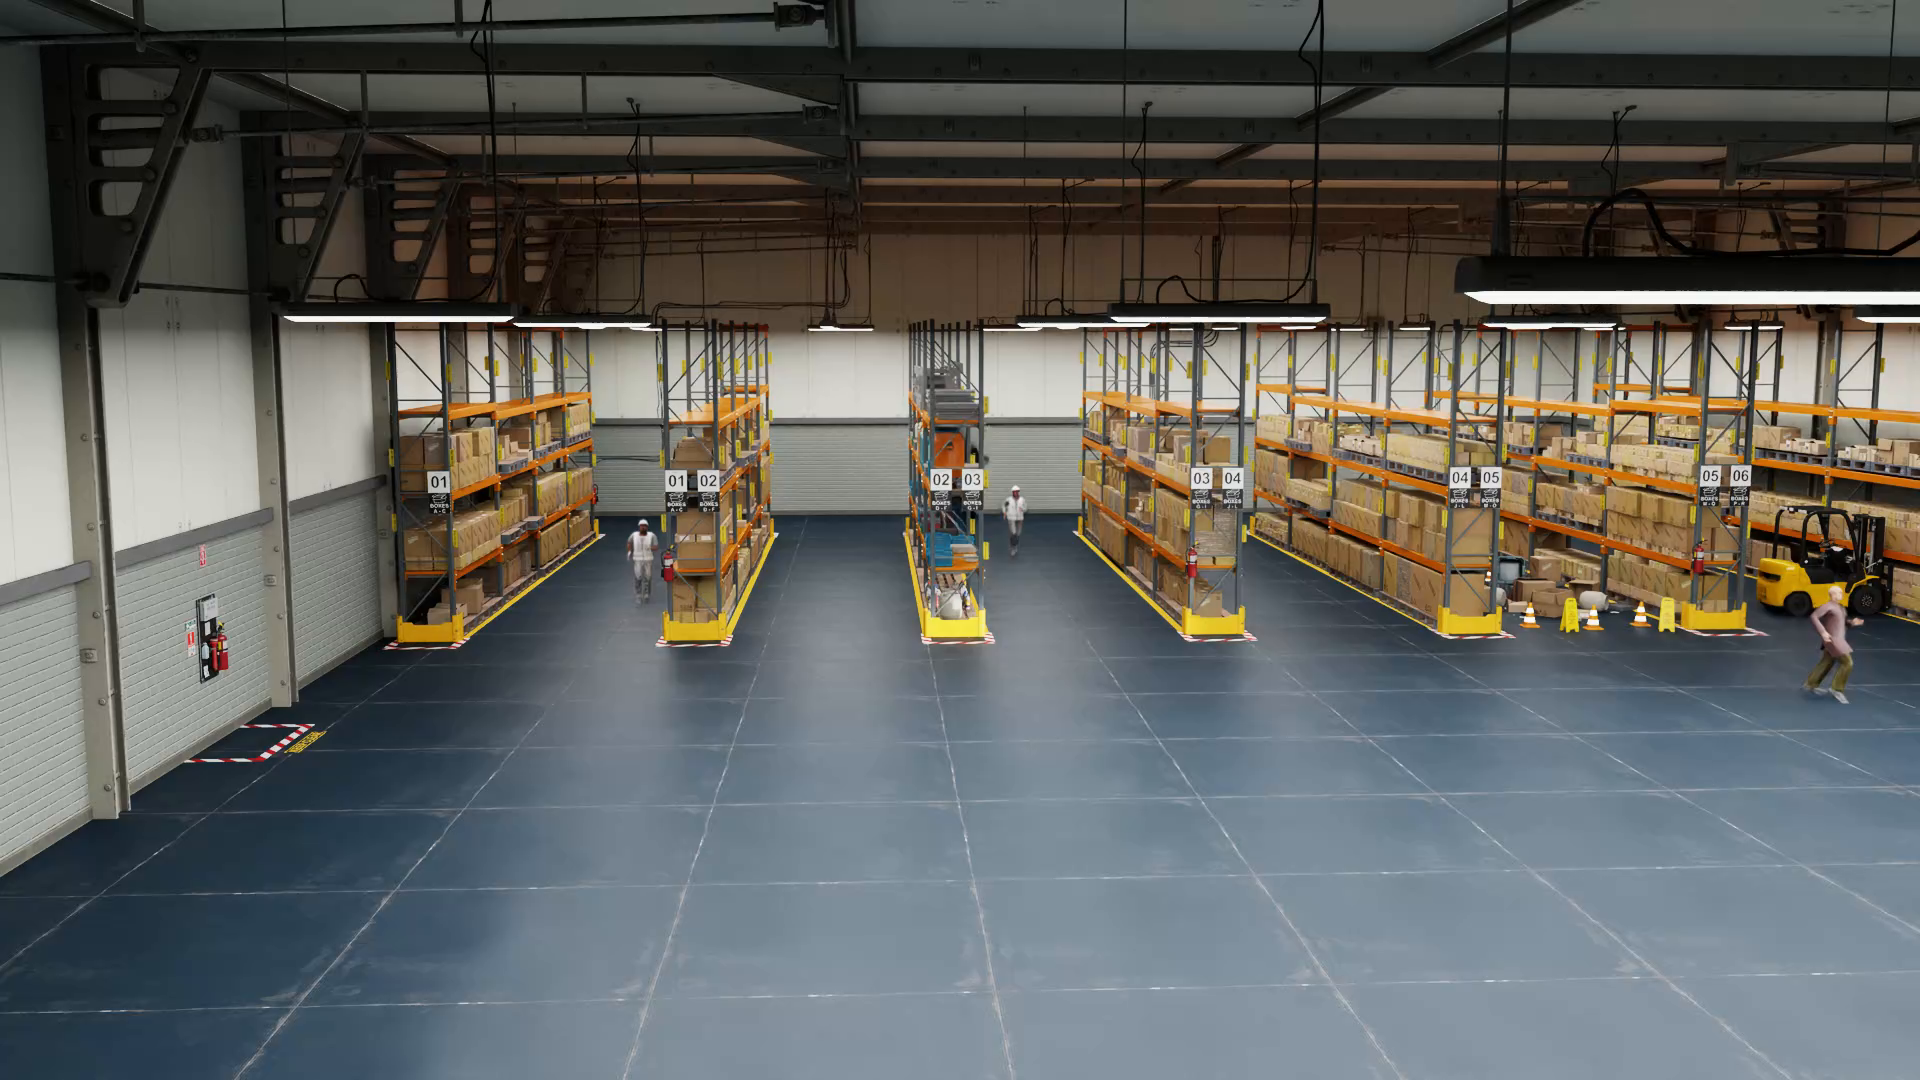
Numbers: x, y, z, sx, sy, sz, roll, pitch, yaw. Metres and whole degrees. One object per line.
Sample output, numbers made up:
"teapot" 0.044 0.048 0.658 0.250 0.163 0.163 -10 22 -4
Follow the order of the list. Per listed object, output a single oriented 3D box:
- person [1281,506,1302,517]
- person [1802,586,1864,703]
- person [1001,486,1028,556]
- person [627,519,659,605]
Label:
"person" 9.793 -1.205 49.039 0.841 1.836 0.646 -1 7 -6
"person" 13.699 1.631 26.090 0.825 1.842 0.668 5 9 36
"person" 1.437 -0.498 43.312 0.624 1.834 0.759 -2 7 -15
"person" -6.753 0.470 35.435 0.656 1.824 0.744 -2 7 -12
